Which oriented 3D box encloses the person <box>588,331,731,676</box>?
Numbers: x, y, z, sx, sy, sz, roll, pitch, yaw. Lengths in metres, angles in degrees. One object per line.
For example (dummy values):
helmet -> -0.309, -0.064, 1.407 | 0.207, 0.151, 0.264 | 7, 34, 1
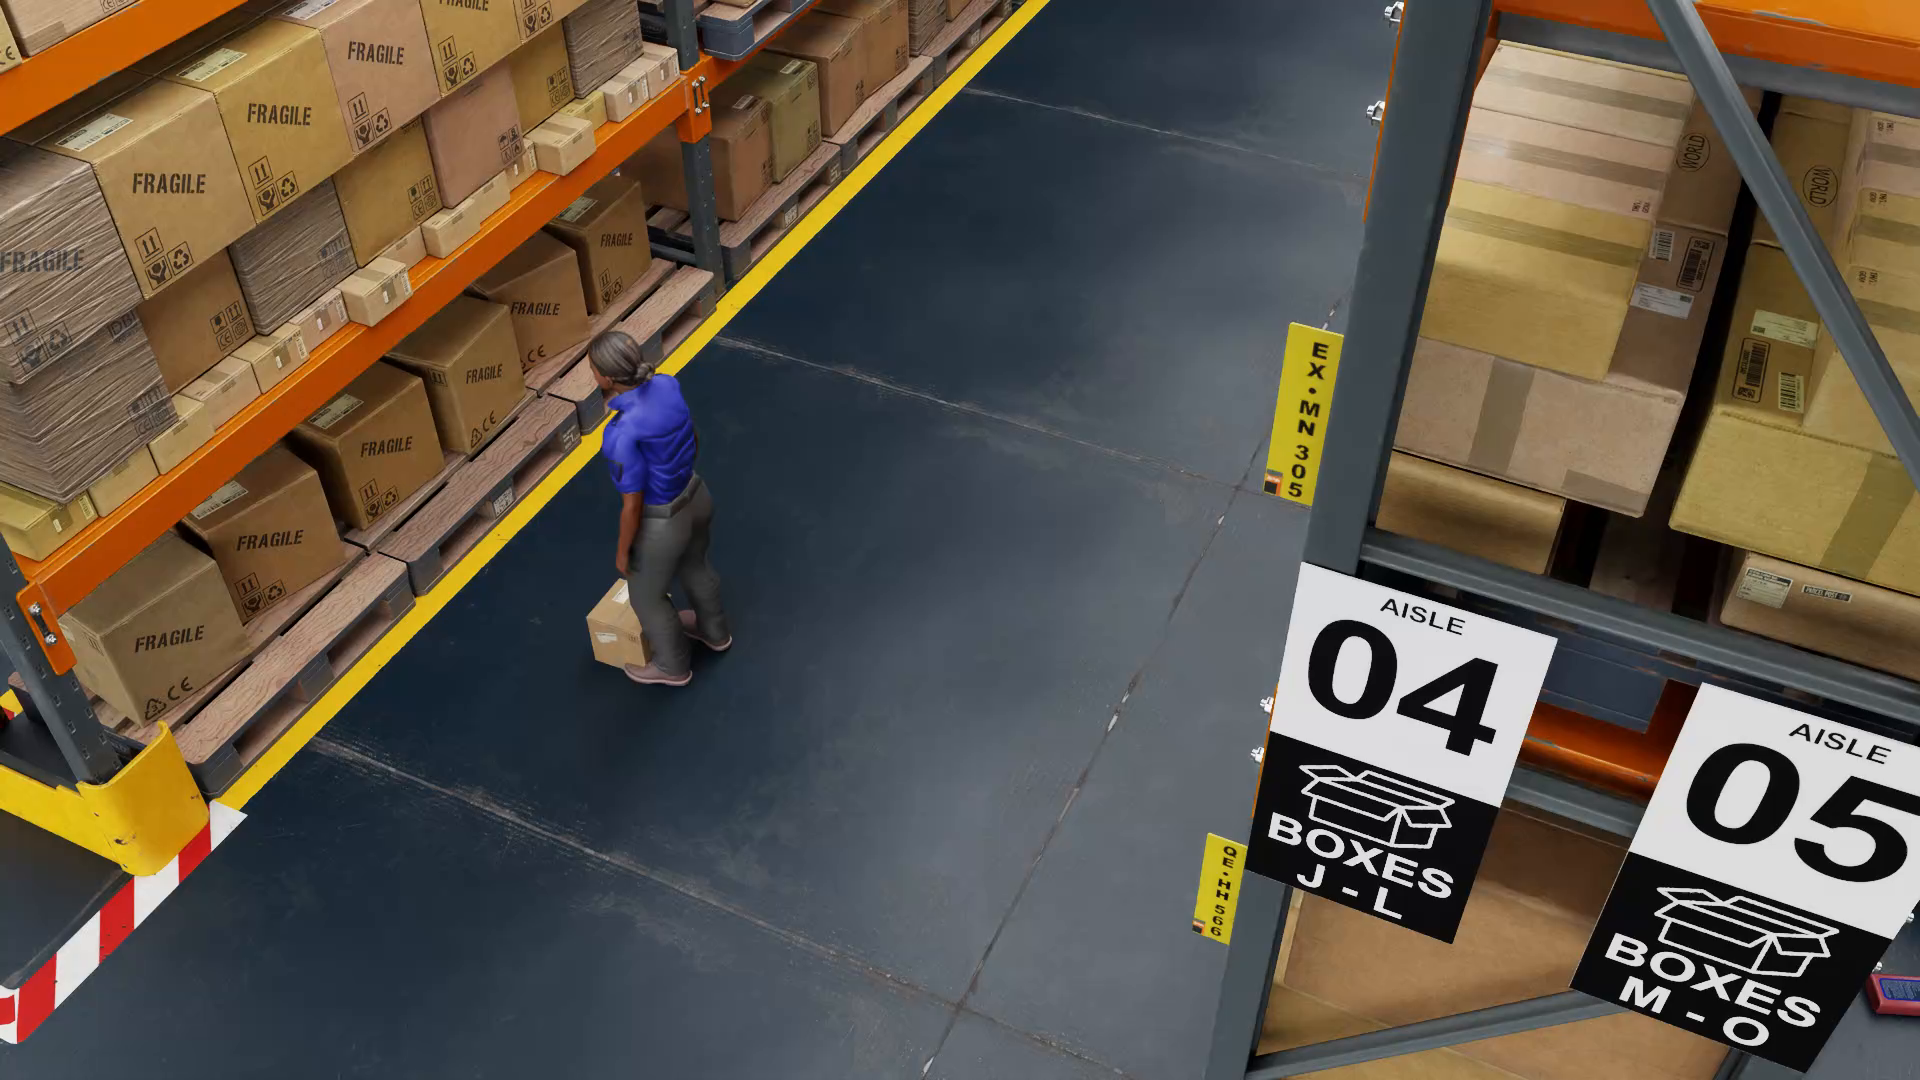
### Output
person -> -1.132, -0.118, 6.242 | 0.349, 1.586, 0.503 | 16, 45, 17
